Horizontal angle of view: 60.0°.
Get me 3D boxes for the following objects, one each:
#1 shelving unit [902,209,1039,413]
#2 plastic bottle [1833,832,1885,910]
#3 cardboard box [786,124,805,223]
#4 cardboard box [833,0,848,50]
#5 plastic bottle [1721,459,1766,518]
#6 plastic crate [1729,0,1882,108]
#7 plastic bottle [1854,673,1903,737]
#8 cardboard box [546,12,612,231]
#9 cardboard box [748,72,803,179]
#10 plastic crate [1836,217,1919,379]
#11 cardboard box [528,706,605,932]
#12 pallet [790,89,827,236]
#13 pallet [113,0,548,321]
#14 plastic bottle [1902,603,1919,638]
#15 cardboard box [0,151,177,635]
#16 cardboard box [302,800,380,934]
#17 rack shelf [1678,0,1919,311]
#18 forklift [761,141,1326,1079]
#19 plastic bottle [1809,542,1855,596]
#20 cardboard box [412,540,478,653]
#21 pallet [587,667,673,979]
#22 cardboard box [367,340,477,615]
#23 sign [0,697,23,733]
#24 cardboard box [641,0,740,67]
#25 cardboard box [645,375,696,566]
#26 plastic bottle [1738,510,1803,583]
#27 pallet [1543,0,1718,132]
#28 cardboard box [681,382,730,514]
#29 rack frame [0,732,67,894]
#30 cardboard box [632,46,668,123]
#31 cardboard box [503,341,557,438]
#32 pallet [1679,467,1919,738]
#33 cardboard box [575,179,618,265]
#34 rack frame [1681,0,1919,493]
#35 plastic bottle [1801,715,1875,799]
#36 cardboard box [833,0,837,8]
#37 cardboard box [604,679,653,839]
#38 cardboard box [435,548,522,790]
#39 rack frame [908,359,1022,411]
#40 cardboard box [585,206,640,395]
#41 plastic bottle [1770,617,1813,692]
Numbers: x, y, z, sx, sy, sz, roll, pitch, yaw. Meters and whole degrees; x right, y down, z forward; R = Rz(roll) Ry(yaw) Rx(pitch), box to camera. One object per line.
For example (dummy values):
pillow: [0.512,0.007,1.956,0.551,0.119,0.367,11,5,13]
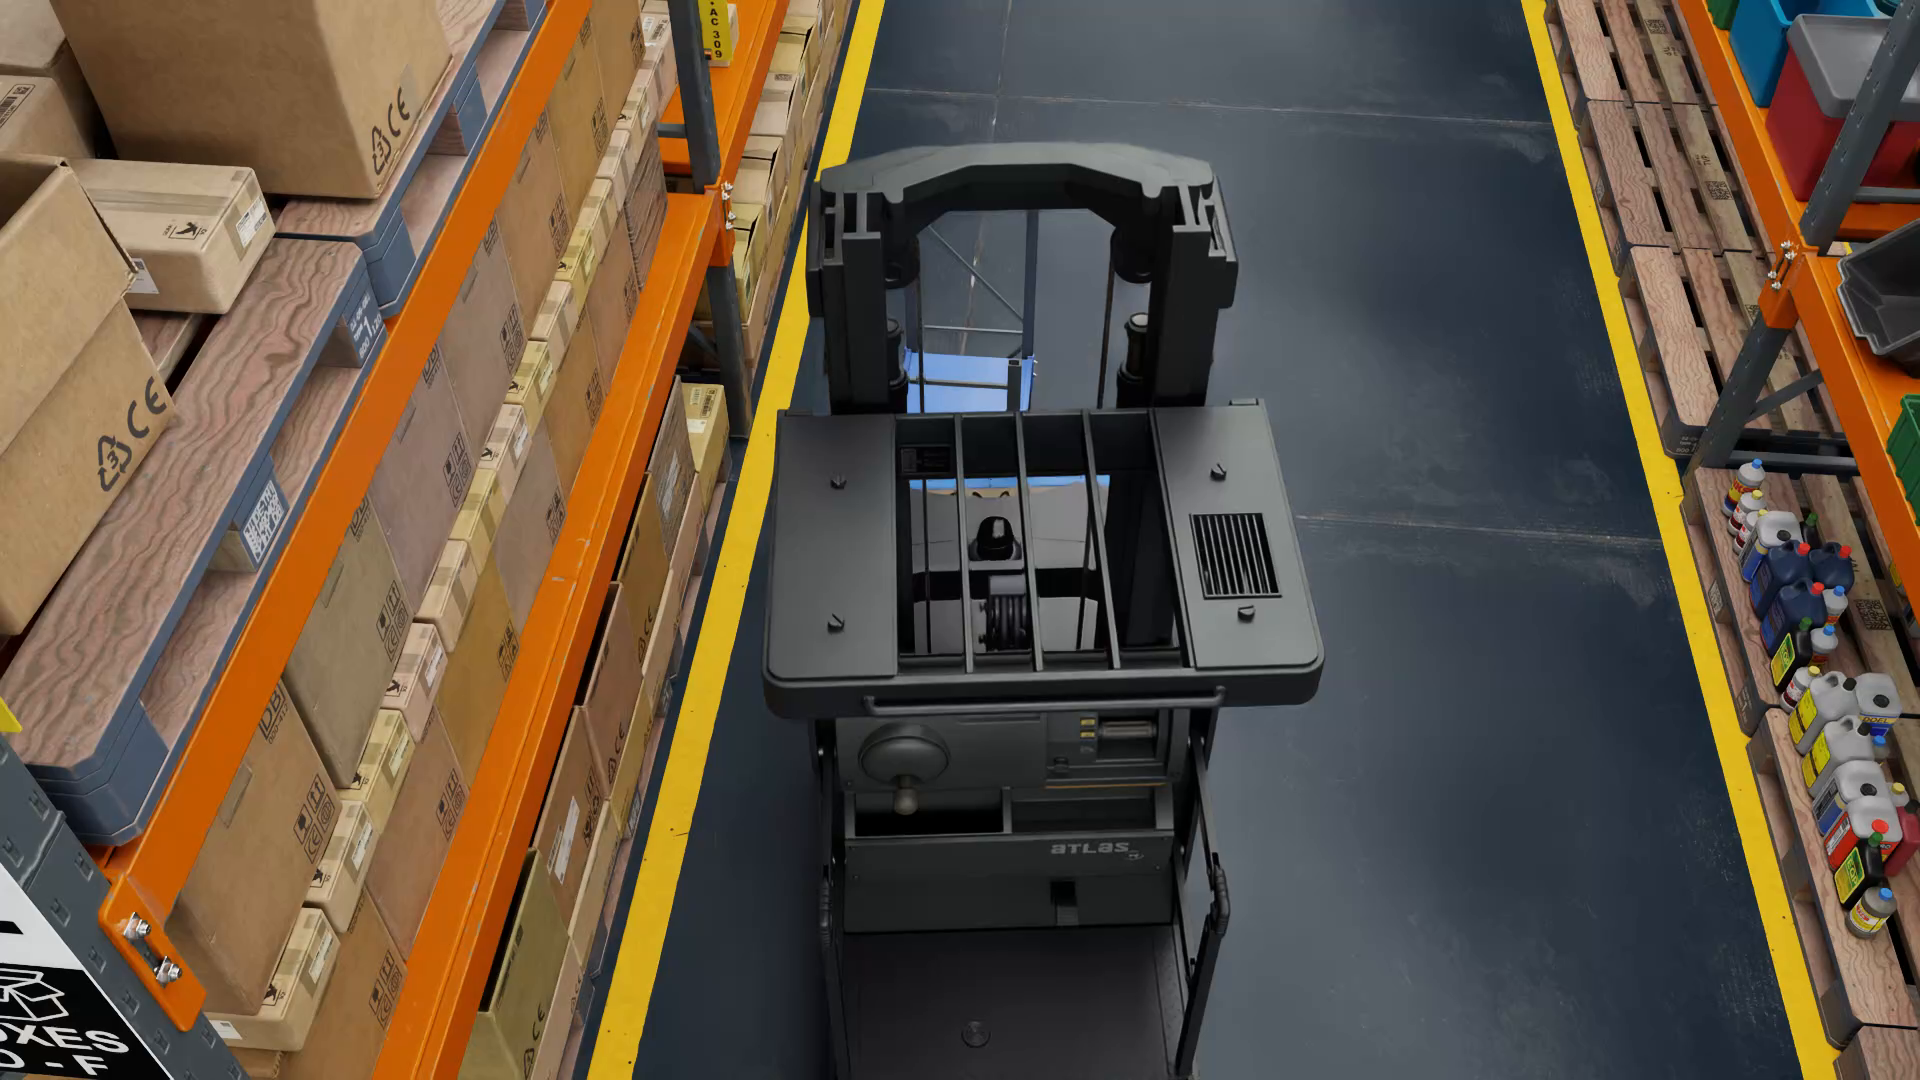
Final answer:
shelving unit: [-0.008,-0.443,6.165,0.538,1.500,1.048,4,48,4]
plastic bottle: [2.889,1.055,5.321,0.061,0.283,0.133,5,48,4]
cardboard box: [-1.027,-1.772,7.943,0.500,0.250,0.500,3,48,2]
cardboard box: [-0.886,-2.893,8.968,0.500,0.250,0.500,3,48,3]
plastic bottle: [3.064,-0.209,6.485,0.097,0.271,0.097,0,48,0]
plastic crate: [3.321,-2.012,6.595,0.392,0.384,0.575,4,48,4]
plastic bottle: [3.137,0.592,5.749,0.152,0.276,0.135,4,48,4]
cardboard box: [-1.481,-1.296,4.982,0.700,0.500,0.500,4,48,3]
cardboard box: [-1.020,-1.960,7.735,0.500,0.311,0.500,2,48,2]
plastic crate: [3.356,-0.789,5.507,0.767,0.338,0.504,4,48,4]
cardboard box: [-1.420,0.835,5.050,0.500,0.500,0.500,4,48,4]
pallet: [-1.266,-2.024,8.484,1.003,0.211,1.213,4,48,4]
pallet: [-1.568,-0.982,3.669,1.003,0.211,1.213,4,48,4]
plastic bottle: [3.591,0.227,6.084,0.152,0.276,0.135,4,48,4]
cardboard box: [-1.710,-0.241,2.481,0.797,0.503,0.637,7,48,6]
cardboard box: [-1.495,0.696,3.599,0.380,0.149,0.250,3,48,3]
rack shelf: [3.712,-2.413,7.438,1.077,0.370,4.000,4,48,4]
forklift: [0.148,0.616,4.226,1.130,2.935,3.031,-1,48,-1]
plastic bottle: [3.187,0.134,6.118,0.144,0.351,0.185,4,48,4]
cardboard box: [-1.424,0.132,4.115,0.380,0.149,0.250,2,48,2]
pallet: [-1.625,0.899,5.810,1.003,0.211,1.213,4,48,4]
cardboard box: [-1.619,-0.193,3.973,0.700,0.500,0.500,4,48,4]
sign: [-1.215,0.125,1.950,0.100,0.325,0.005,4,48,4]
cardboard box: [-1.118,-2.075,6.811,0.380,0.149,0.250,4,48,4]
cardboard box: [-1.284,-0.267,6.058,0.500,0.500,0.500,4,48,4]
plastic bottle: [3.062,0.028,6.265,0.152,0.276,0.135,5,48,5]
pallet: [3.785,-2.618,9.027,1.003,0.211,1.213,4,48,4]
cardboard box: [-1.227,-0.381,6.670,0.500,0.250,0.500,4,48,4]
rack frame: [-1.767,-0.608,1.233,1.000,3.000,0.127,4,48,4]
cardboard box: [-1.214,-1.561,5.663,0.380,0.149,0.250,4,48,3]
cardboard box: [-1.352,-0.432,4.631,0.380,0.149,0.250,5,48,5]
pallet: [3.427,0.245,6.408,1.003,0.211,1.213,4,48,4]
cardboard box: [-1.283,-0.993,5.144,0.380,0.149,0.250,4,48,3]
rack frame: [3.530,-1.186,5.828,1.000,3.000,0.127,4,48,4]
plastic bottle: [2.970,0.712,5.589,0.144,0.351,0.185,6,48,5]
cardboard box: [-0.881,-3.081,8.760,0.500,0.311,0.500,3,48,3]
cardboard box: [-1.358,0.722,5.661,0.500,0.250,0.500,4,48,4]
cardboard box: [-1.618,0.290,4.410,0.700,0.500,0.500,4,48,4]
rack frame: [-0.054,-0.070,5.824,0.500,1.500,0.032,4,48,4]
cardboard box: [-1.478,-0.841,5.445,0.700,0.500,0.500,3,48,3]
plastic bottle: [2.969,0.404,5.916,0.061,0.283,0.133,6,48,5]
